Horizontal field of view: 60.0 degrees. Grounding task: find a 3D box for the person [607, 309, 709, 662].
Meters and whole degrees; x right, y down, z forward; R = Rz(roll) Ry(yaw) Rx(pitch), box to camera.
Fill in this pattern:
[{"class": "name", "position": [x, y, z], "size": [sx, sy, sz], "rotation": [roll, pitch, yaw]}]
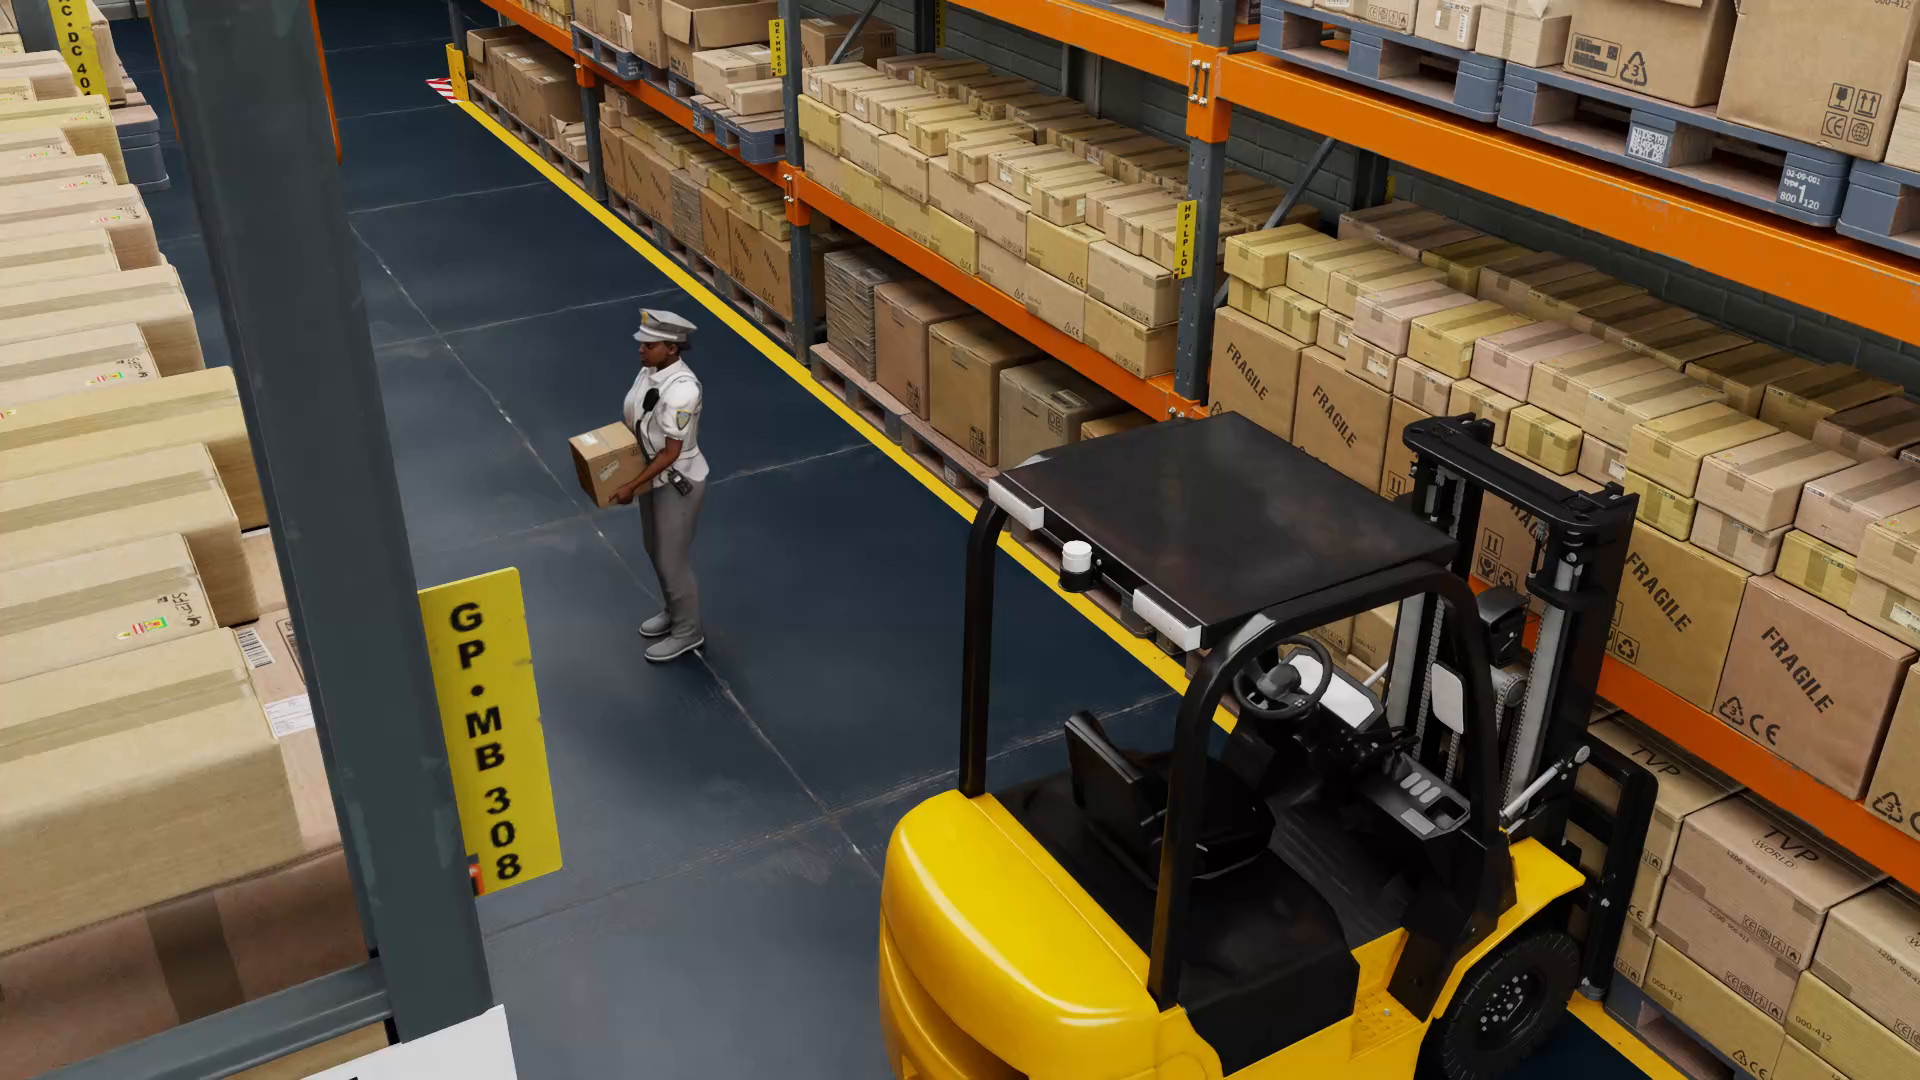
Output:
[{"class": "person", "position": [-1.399, -0.247, 7.551], "size": [0.510, 1.687, 0.449], "rotation": [-16, 33, -26]}]
